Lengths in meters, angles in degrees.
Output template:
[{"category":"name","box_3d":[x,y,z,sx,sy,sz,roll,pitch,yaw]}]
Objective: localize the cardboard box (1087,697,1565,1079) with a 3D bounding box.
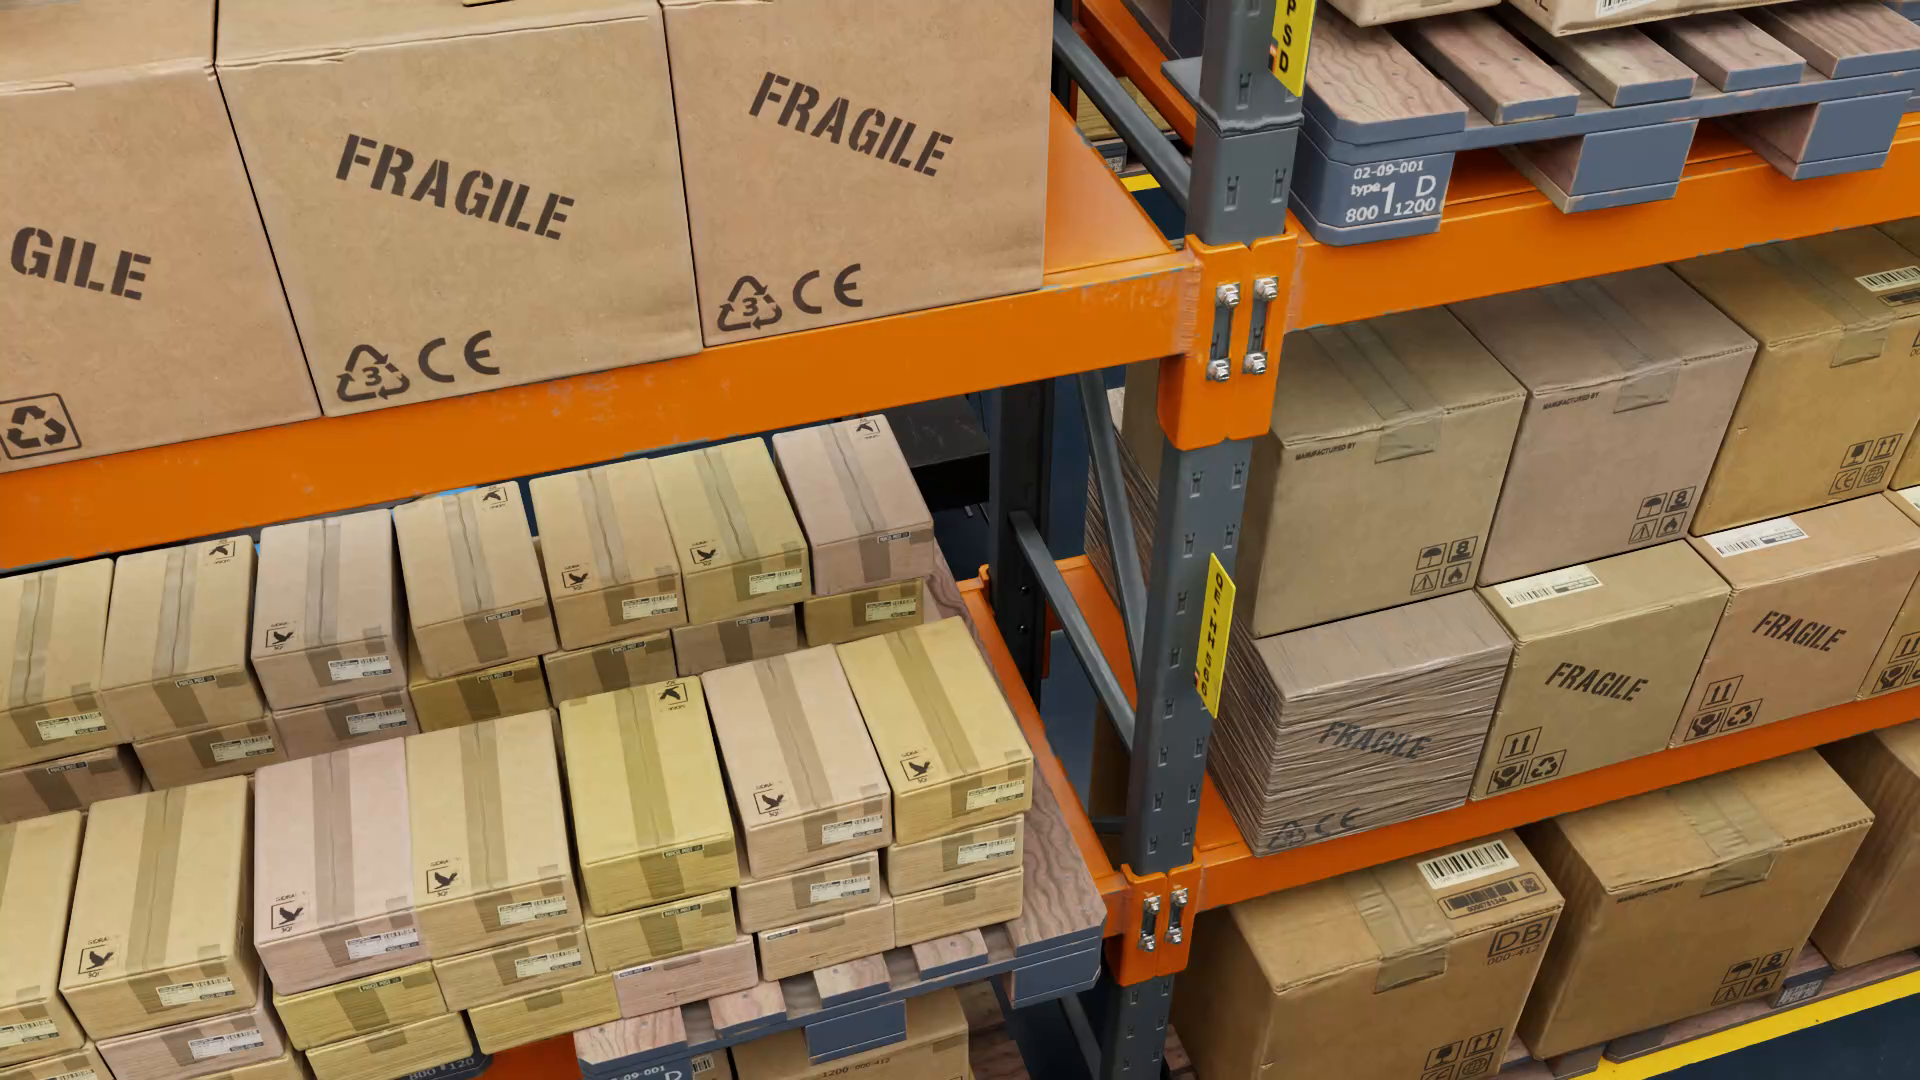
[{"category":"cardboard box","box_3d":[0.885,0.865,4.371,0.750,0.750,1.050,-12,43,-14]}]

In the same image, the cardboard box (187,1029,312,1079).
[{"category":"cardboard box","box_3d":[-1.280,0.812,2.912,0.250,0.149,0.380,-10,42,-12]}]

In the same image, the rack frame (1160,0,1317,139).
[{"category":"rack frame","box_3d":[0.277,-2.019,1.722,0.127,3.000,1.000,-12,42,-13]}]

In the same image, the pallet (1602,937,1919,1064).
[{"category":"pallet","box_3d":[2.213,0.943,5.011,1.213,0.211,1.003,-12,42,-13]}]

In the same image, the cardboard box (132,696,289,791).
[{"category":"cardboard box","box_3d":[-1.472,0.289,3.285,0.250,0.149,0.380,-12,43,-13]}]

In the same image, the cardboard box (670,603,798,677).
[{"category":"cardboard box","box_3d":[-0.502,0.089,3.514,0.250,0.149,0.380,-10,42,-11]}]

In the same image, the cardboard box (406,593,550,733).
[{"category":"cardboard box","box_3d":[-0.996,0.194,3.394,0.250,0.149,0.380,-12,42,-13]}]

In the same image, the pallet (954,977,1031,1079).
[{"category":"pallet","box_3d":[-0.469,1.443,4.437,1.213,0.211,1.003,-12,42,-13]}]

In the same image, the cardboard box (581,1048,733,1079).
[{"category":"cardboard box","box_3d":[-0.775,1.147,3.668,0.500,0.250,0.500,-11,42,-12]}]

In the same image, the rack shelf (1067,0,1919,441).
[{"category":"rack shelf","box_3d":[2.185,-1.014,3.398,4.000,0.370,1.077,-12,42,-13]}]

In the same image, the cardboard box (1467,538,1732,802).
[{"category":"cardboard box","box_3d":[1.271,0.181,3.687,0.500,0.500,0.500,-12,43,-13]}]

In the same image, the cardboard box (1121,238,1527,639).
[{"category":"cardboard box","box_3d":[0.708,-0.257,3.428,0.500,0.500,0.700,-12,43,-13]}]

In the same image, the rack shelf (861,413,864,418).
[{"category":"rack shelf","box_3d":[-0.158,-0.748,5.531,0.480,0.518,0.431,-12,42,-13]}]

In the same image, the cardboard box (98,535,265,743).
[{"category":"cardboard box","box_3d":[-1.475,0.183,3.181,0.250,0.149,0.380,-10,42,-12]}]

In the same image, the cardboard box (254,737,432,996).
[{"category":"cardboard box","box_3d":[-1.028,0.536,2.776,0.250,0.149,0.380,-12,42,-13]}]

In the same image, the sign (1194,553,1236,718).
[{"category":"sign","box_3d":[0.449,0.172,2.953,0.005,0.325,0.100,-12,42,-13]}]

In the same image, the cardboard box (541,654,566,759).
[{"category":"cardboard box","box_3d":[-0.980,0.299,3.500,0.250,0.149,0.380,-10,42,-11]}]

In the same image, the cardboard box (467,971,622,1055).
[{"category":"cardboard box","box_3d":[-0.777,0.708,3.031,0.250,0.149,0.380,-12,43,-14]}]

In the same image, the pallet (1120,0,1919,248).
[{"category":"pallet","box_3d":[0.875,-0.979,2.955,1.003,0.211,1.213,-10,42,-11]}]

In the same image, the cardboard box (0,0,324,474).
[{"category":"cardboard box","box_3d":[-1.142,-0.452,2.132,0.500,0.500,0.500,-12,42,-13]}]

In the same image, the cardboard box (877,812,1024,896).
[{"category":"cardboard box","box_3d":[-0.057,0.448,3.103,0.250,0.149,0.380,-11,42,-12]}]

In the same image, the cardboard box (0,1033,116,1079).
[{"category":"cardboard box","box_3d":[-1.533,0.755,2.751,0.250,0.149,0.380,-13,43,-14]}]

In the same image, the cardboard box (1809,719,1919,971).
[{"category":"cardboard box","box_3d":[2.606,0.506,4.782,0.750,0.750,1.050,-12,42,-13]}]

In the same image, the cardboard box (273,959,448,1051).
[{"category":"cardboard box","box_3d":[-1.038,0.652,2.870,0.250,0.149,0.380,-12,43,-13]}]

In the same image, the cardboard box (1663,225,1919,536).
[{"category":"cardboard box","box_3d":[1.679,-0.460,3.661,0.500,0.500,0.700,-12,43,-14]}]

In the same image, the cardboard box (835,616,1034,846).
[{"category":"cardboard box","box_3d":[-0.053,0.337,3.004,0.250,0.149,0.380,-13,43,-15]}]

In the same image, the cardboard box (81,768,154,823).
[{"category":"cardboard box","box_3d":[-1.723,0.452,3.325,0.250,0.149,0.380,-13,43,-14]}]

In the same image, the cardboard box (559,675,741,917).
[{"category":"cardboard box","box_3d":[-0.543,0.437,2.890,0.250,0.149,0.380,-10,42,-12]}]

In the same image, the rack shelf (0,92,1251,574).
[{"category":"rack shelf","box_3d":[-1.630,-0.224,2.493,4.000,0.370,1.077,-12,42,-13]}]

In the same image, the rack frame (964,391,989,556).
[{"category":"rack frame","box_3d":[0.075,-0.806,5.577,0.015,2.100,0.400,-12,42,-13]}]

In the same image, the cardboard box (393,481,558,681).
[{"category":"cardboard box","box_3d":[-0.965,0.074,3.305,0.250,0.149,0.380,-13,43,-15]}]

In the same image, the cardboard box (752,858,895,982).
[{"category":"cardboard box","box_3d":[-0.293,0.610,3.144,0.250,0.149,0.380,-12,43,-13]}]

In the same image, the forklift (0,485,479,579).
[{"category":"forklift","box_3d":[-2.941,-0.323,4.391,3.031,2.935,1.130,-16,44,-18]}]

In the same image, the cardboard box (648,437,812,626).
[{"category":"cardboard box","box_3d":[-0.477,-0.023,3.416,0.250,0.149,0.380,-13,43,-14]}]

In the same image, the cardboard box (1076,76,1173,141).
[{"category":"cardboard box","box_3d":[0.662,-2.418,8.416,0.625,0.372,0.950,-10,42,-12]}]

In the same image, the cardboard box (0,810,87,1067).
[{"category":"cardboard box","box_3d":[-1.535,0.642,2.655,0.250,0.149,0.380,-10,42,-12]}]

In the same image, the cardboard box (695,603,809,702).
[{"category":"cardboard box","box_3d":[-0.466,0.191,3.623,0.250,0.149,0.380,-10,42,-11]}]

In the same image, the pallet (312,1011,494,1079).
[{"category":"pallet","box_3d":[-1.599,0.729,3.282,1.213,0.211,1.003,-12,42,-13]}]

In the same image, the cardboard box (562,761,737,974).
[{"category":"cardboard box","box_3d":[-0.562,0.555,2.980,0.250,0.149,0.380,-11,42,-12]}]

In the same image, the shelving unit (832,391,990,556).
[{"category":"shelving unit","box_3d":[-0.158,-0.758,5.522,0.503,2.100,0.431,-12,42,-13]}]

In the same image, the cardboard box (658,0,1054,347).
[{"category":"cardboard box","box_3d":[-0.191,-0.655,2.364,0.500,0.500,0.500,-12,42,-13]}]

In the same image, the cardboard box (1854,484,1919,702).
[{"category":"cardboard box","box_3d":[2.228,-0.016,3.912,0.500,0.500,0.500,-12,43,-14]}]

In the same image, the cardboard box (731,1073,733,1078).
[{"category":"cardboard box","box_3d":[-0.768,1.417,3.928,0.500,0.500,0.500,-10,42,-11]}]

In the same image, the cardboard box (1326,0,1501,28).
[{"category":"cardboard box","box_3d":[0.644,-0.957,2.581,0.250,0.149,0.380,-13,43,-15]}]
